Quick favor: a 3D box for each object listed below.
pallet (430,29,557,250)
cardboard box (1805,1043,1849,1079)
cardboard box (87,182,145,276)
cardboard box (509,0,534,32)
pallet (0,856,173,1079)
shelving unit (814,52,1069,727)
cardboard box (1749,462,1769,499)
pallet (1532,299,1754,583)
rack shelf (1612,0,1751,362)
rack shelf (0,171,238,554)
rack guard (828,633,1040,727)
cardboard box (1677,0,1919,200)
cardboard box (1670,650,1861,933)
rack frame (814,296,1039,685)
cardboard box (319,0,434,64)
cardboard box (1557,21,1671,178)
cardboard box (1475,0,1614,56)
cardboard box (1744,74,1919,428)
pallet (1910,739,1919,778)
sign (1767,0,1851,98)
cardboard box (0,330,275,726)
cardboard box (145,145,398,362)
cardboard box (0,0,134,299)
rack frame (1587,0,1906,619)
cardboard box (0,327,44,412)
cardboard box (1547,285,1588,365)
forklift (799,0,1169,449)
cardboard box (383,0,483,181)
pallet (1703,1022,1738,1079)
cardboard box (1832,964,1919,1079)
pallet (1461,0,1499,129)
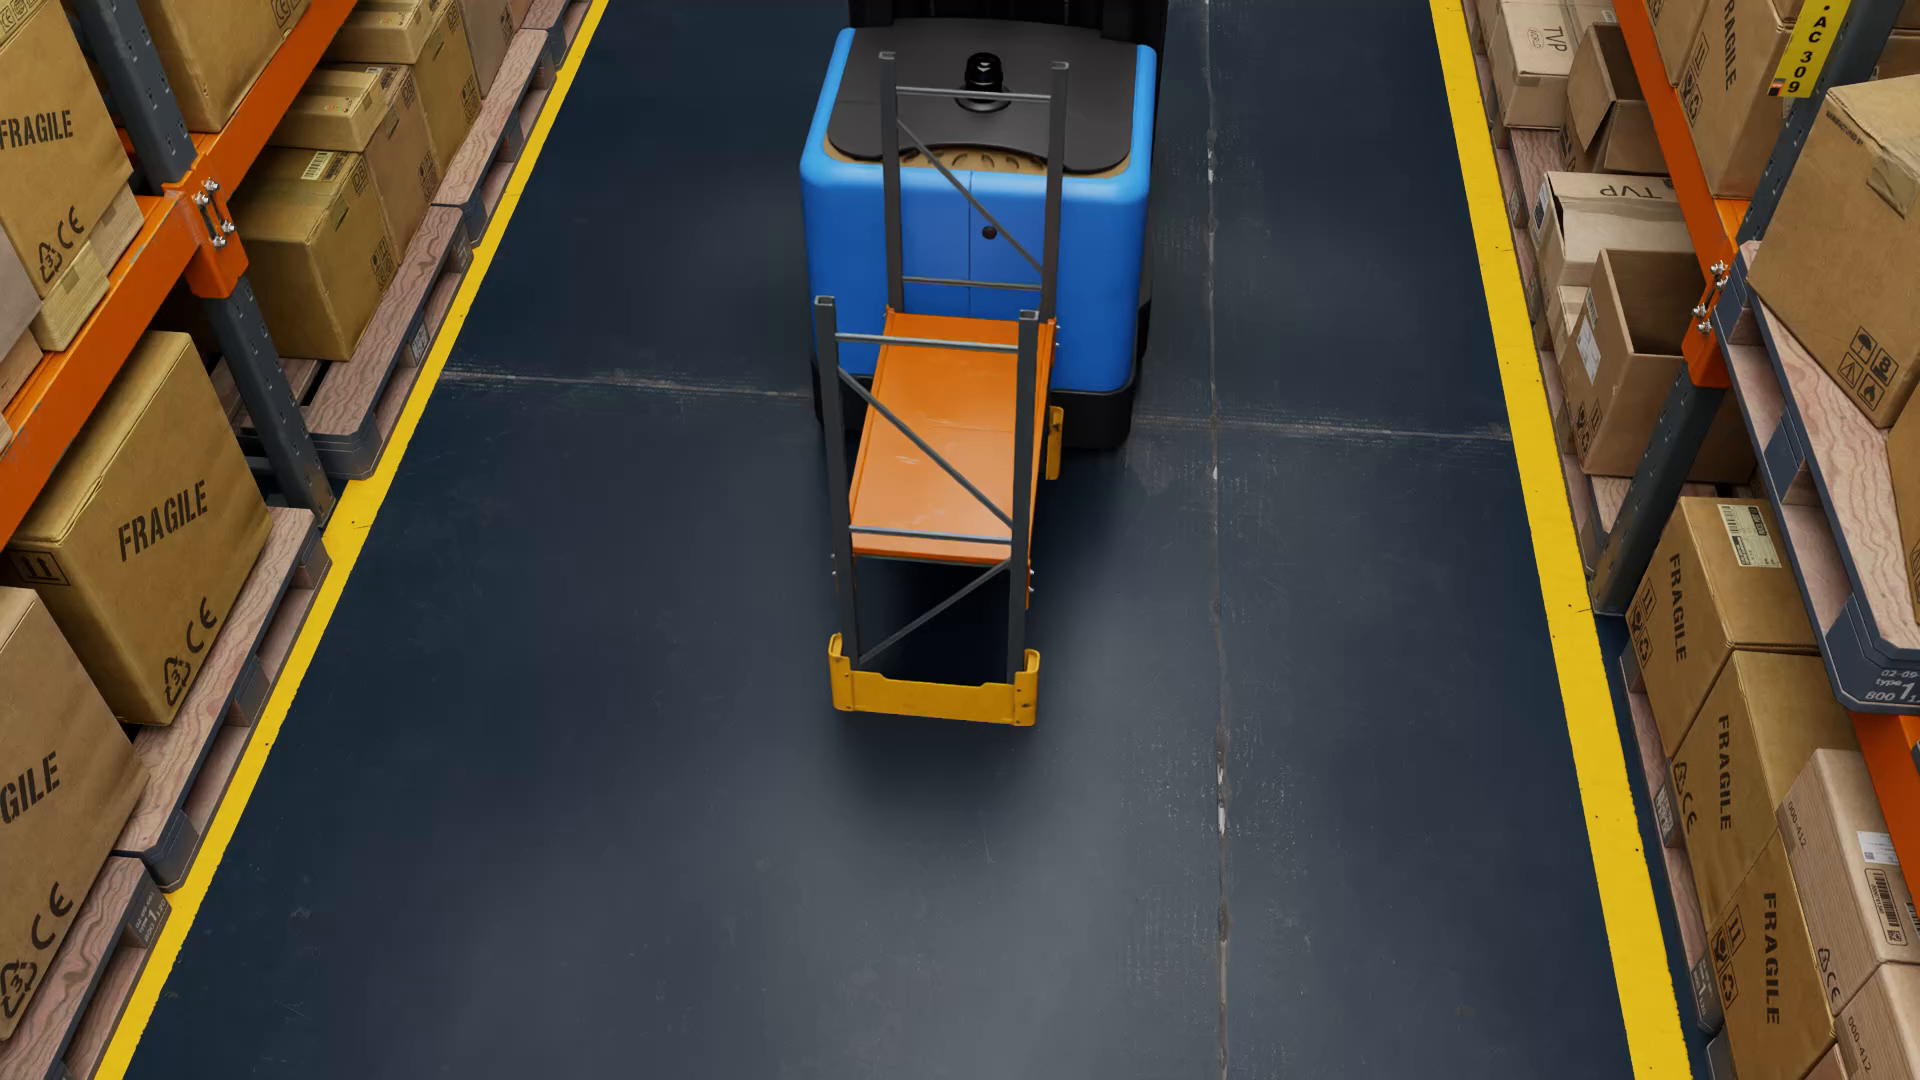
[{"bbox_3d":[-2.255,-1.635,6.602,1.003,0.211,1.213,4,48,4],"label":"pallet"},{"bbox_3d":[1.998,1.372,3.358,0.500,0.500,0.500,2,48,2],"label":"cardboard box"},{"bbox_3d":[-2.260,-0.778,4.085,0.380,0.149,0.250,4,48,4],"label":"cardboard box"},{"bbox_3d":[-2.156,-2.472,6.888,0.700,0.500,0.500,4,48,3],"label":"cardboard box"},{"bbox_3d":[-2.615,1.289,3.928,1.003,0.211,1.213,4,48,4],"label":"pallet"},{"bbox_3d":[-0.019,-0.389,4.589,0.587,1.500,1.083,5,48,4],"label":"shelving unit"},{"bbox_3d":[2.676,-0.328,5.041,0.500,0.311,0.500,4,48,4],"label":"cardboard box"},{"bbox_3d":[2.486,-0.356,5.433,1.003,0.211,1.213,4,48,4],"label":"pallet"},{"bbox_3d":[2.605,-2.020,5.552,1.077,0.370,4.000,4,48,4],"label":"rack shelf"},{"bbox_3d":[-2.693,0.589,3.166,1.077,0.370,4.000,4,48,4],"label":"rack shelf"},{"bbox_3d":[-0.073,0.398,4.716,0.587,0.250,0.087,5,48,4],"label":"rack guard"},{"bbox_3d":[2.212,-1.211,4.257,0.500,0.500,0.500,5,48,4],"label":"cardboard box"},{"bbox_3d":[2.098,0.634,4.033,0.500,0.500,0.500,4,48,4],"label":"cardboard box"},{"bbox_3d":[-0.075,-0.009,4.242,0.500,1.500,0.032,5,48,4],"label":"rack frame"},{"bbox_3d":[-2.080,-1.806,5.839,0.380,0.149,0.250,3,48,2],"label":"cardboard box"},{"bbox_3d":[2.588,-1.480,5.964,0.797,0.503,0.637,4,48,4],"label":"cardboard box"},{"bbox_3d":[2.409,-2.205,6.799,0.500,0.250,0.500,4,48,4],"label":"cardboard box"},{"bbox_3d":[2.156,-0.635,3.446,0.700,0.500,0.500,-11,48,-10],"label":"cardboard box"},{"bbox_3d":[2.230,0.782,2.632,1.003,0.211,1.213,4,48,4],"label":"pallet"},{"bbox_3d":[1.881,-1.116,3.651,0.100,0.325,0.005,4,48,4],"label":"sign"},{"bbox_3d":[-2.441,-0.053,4.438,0.750,0.750,0.750,4,48,4],"label":"cardboard box"},{"bbox_3d":[-2.341,-0.964,5.508,0.700,0.500,0.500,4,48,4],"label":"cardboard box"},{"bbox_3d":[-2.302,-0.908,3.765,0.500,0.500,0.500,3,48,3],"label":"cardboard box"},{"bbox_3d":[2.422,-0.793,3.943,1.000,3.000,0.127,4,48,4],"label":"rack frame"},{"bbox_3d":[-2.328,-0.404,3.743,0.380,0.149,0.250,5,48,5],"label":"cardboard box"},{"bbox_3d":[2.166,-0.697,5.488,0.380,0.149,0.250,4,48,4],"label":"cardboard box"},{"bbox_3d":[0.191,-2.382,5.442,1.130,2.935,3.031,5,48,4],"label":"forklift"},{"bbox_3d":[-2.243,-1.710,6.191,0.700,0.500,0.500,5,48,4],"label":"cardboard box"},{"bbox_3d":[2.277,1.647,3.600,1.003,0.211,1.213,4,48,4],"label":"pallet"},{"bbox_3d":[1.999,1.092,3.106,0.500,0.250,0.500,3,48,3],"label":"cardboard box"},{"bbox_3d":[2.708,-2.149,7.073,1.003,0.211,1.213,4,48,4],"label":"pallet"}]
